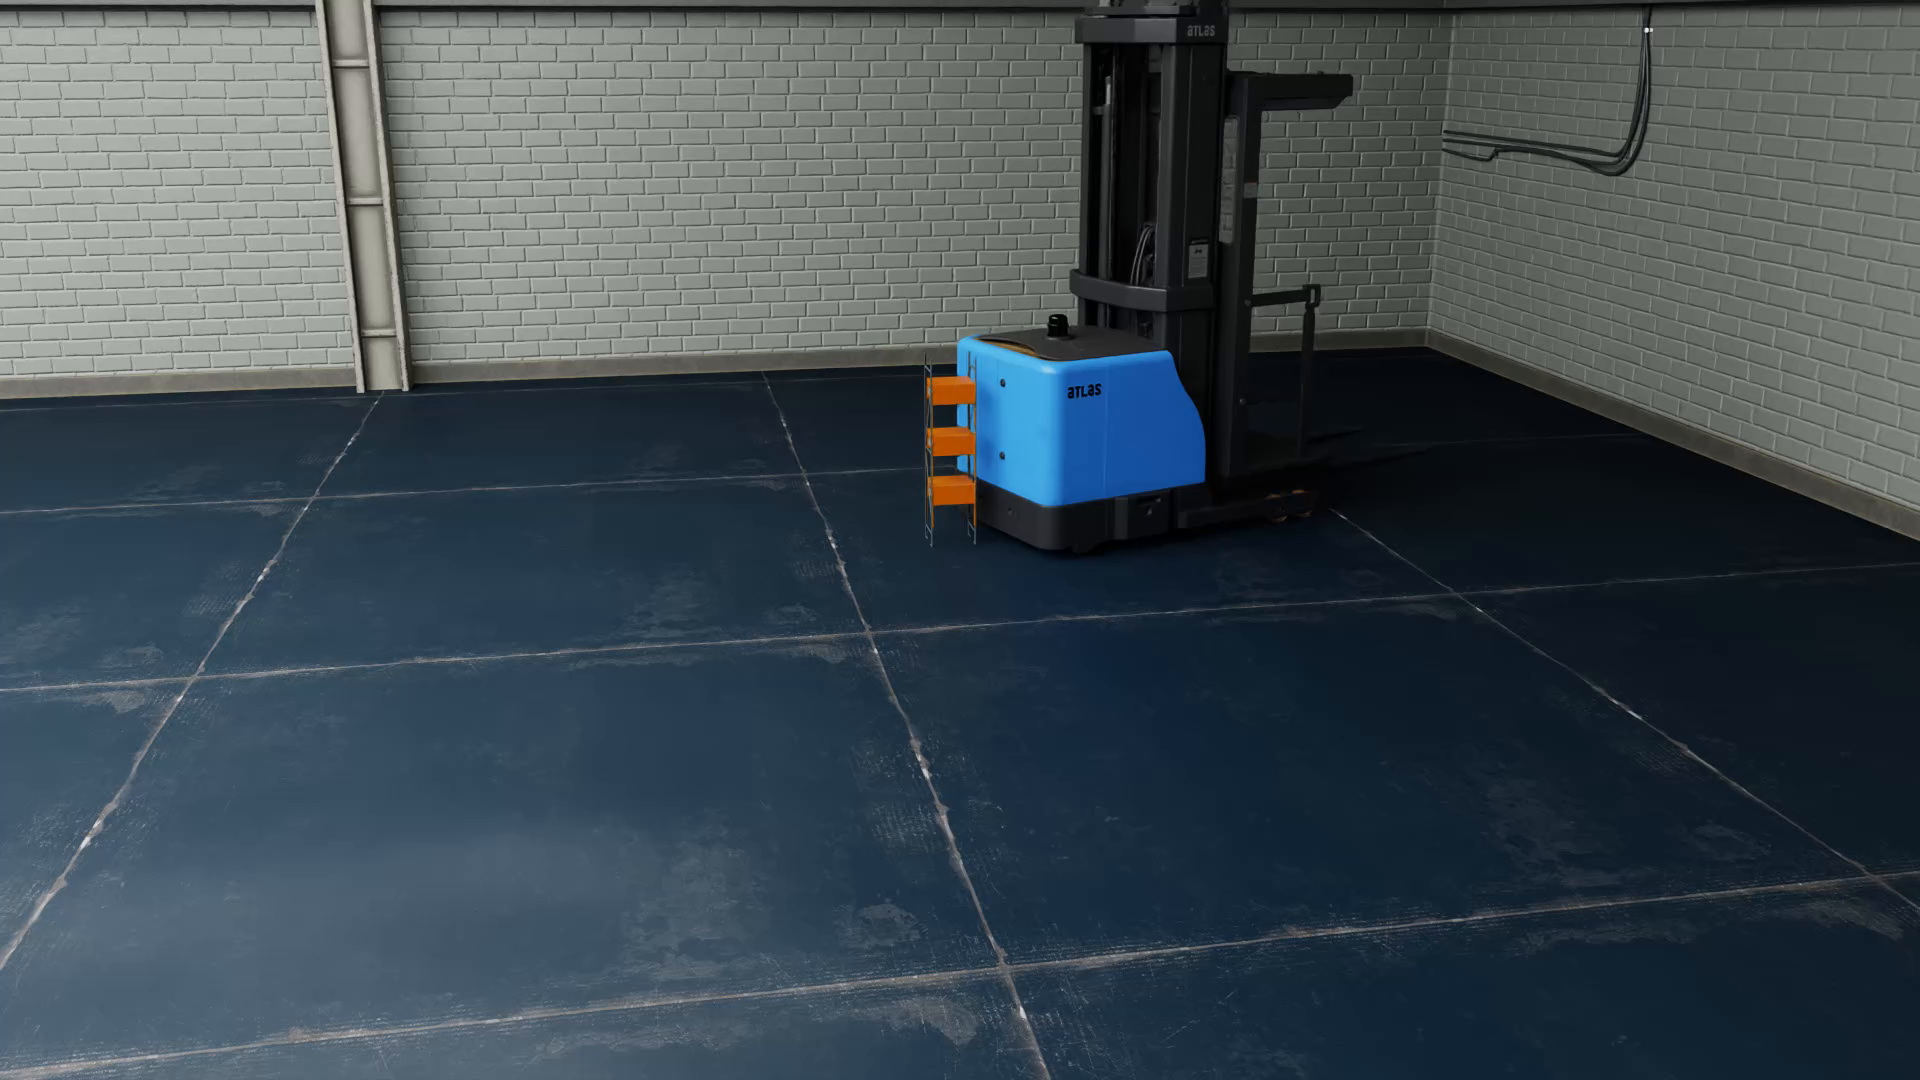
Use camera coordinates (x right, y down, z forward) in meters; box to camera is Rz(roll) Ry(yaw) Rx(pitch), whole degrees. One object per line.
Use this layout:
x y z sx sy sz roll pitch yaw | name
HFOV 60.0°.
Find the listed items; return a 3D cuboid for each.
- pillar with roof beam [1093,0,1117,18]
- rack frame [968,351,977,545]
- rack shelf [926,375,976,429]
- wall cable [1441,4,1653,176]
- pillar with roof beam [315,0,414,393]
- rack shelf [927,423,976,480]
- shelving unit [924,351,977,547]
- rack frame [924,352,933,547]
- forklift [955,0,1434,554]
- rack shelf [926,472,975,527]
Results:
2.128 -4.610 8.994 0.400 9.000 9.100 -3 17 -10 | pillar with roof beam
0.067 -0.506 9.170 0.008 1.050 0.200 -3 17 -10 | rack frame
-0.053 -0.760 9.068 0.240 0.259 0.215 -3 17 -10 | rack shelf
4.455 -4.149 12.783 0.112 2.526 3.097 -3 17 -10 | wall cable
-3.763 -4.276 7.906 0.400 9.000 9.100 -3 17 -10 | pillar with roof beam
-0.053 -0.489 9.151 0.240 0.259 0.215 -3 17 -10 | rack shelf
-0.053 -0.499 9.148 0.252 1.050 0.215 -3 17 -10 | shelving unit
-0.172 -0.492 9.126 0.008 1.050 0.200 -3 17 -10 | rack frame
1.500 -1.624 9.608 3.031 2.935 1.130 -10 20 -29 | forklift
-0.053 -0.223 9.233 0.240 0.259 0.215 -3 17 -10 | rack shelf
